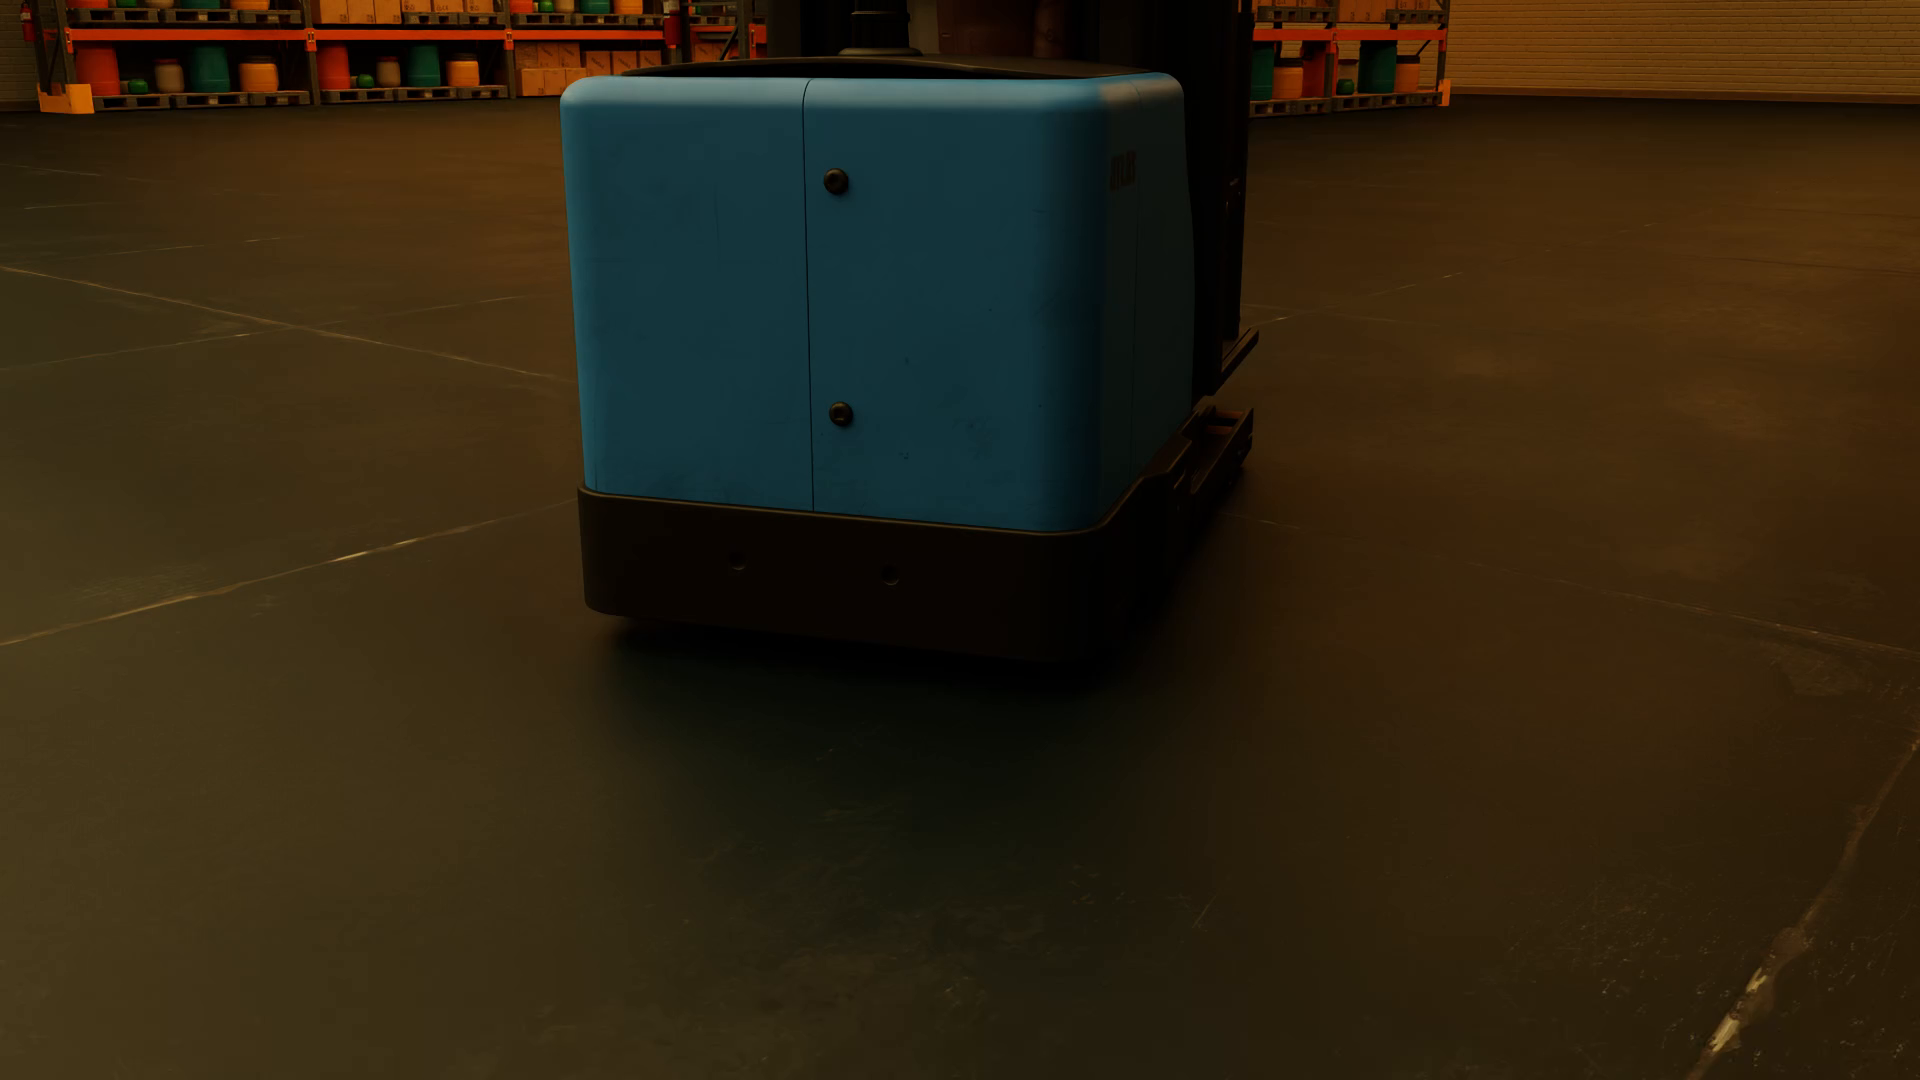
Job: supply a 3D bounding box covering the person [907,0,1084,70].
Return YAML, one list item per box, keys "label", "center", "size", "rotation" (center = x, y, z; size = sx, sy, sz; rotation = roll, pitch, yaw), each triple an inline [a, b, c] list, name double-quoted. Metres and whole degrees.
- label: "person"
  center: [-0.001, -1.042, 3.632]
  size: [0.567, 1.711, 0.326]
  rotation: [13, 21, 37]

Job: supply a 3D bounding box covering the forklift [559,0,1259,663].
- label: "forklift"
  center: [0.182, -1.571, 4.072]
  size: [1.130, 2.935, 3.031]
  rotation: [5, 18, 17]
